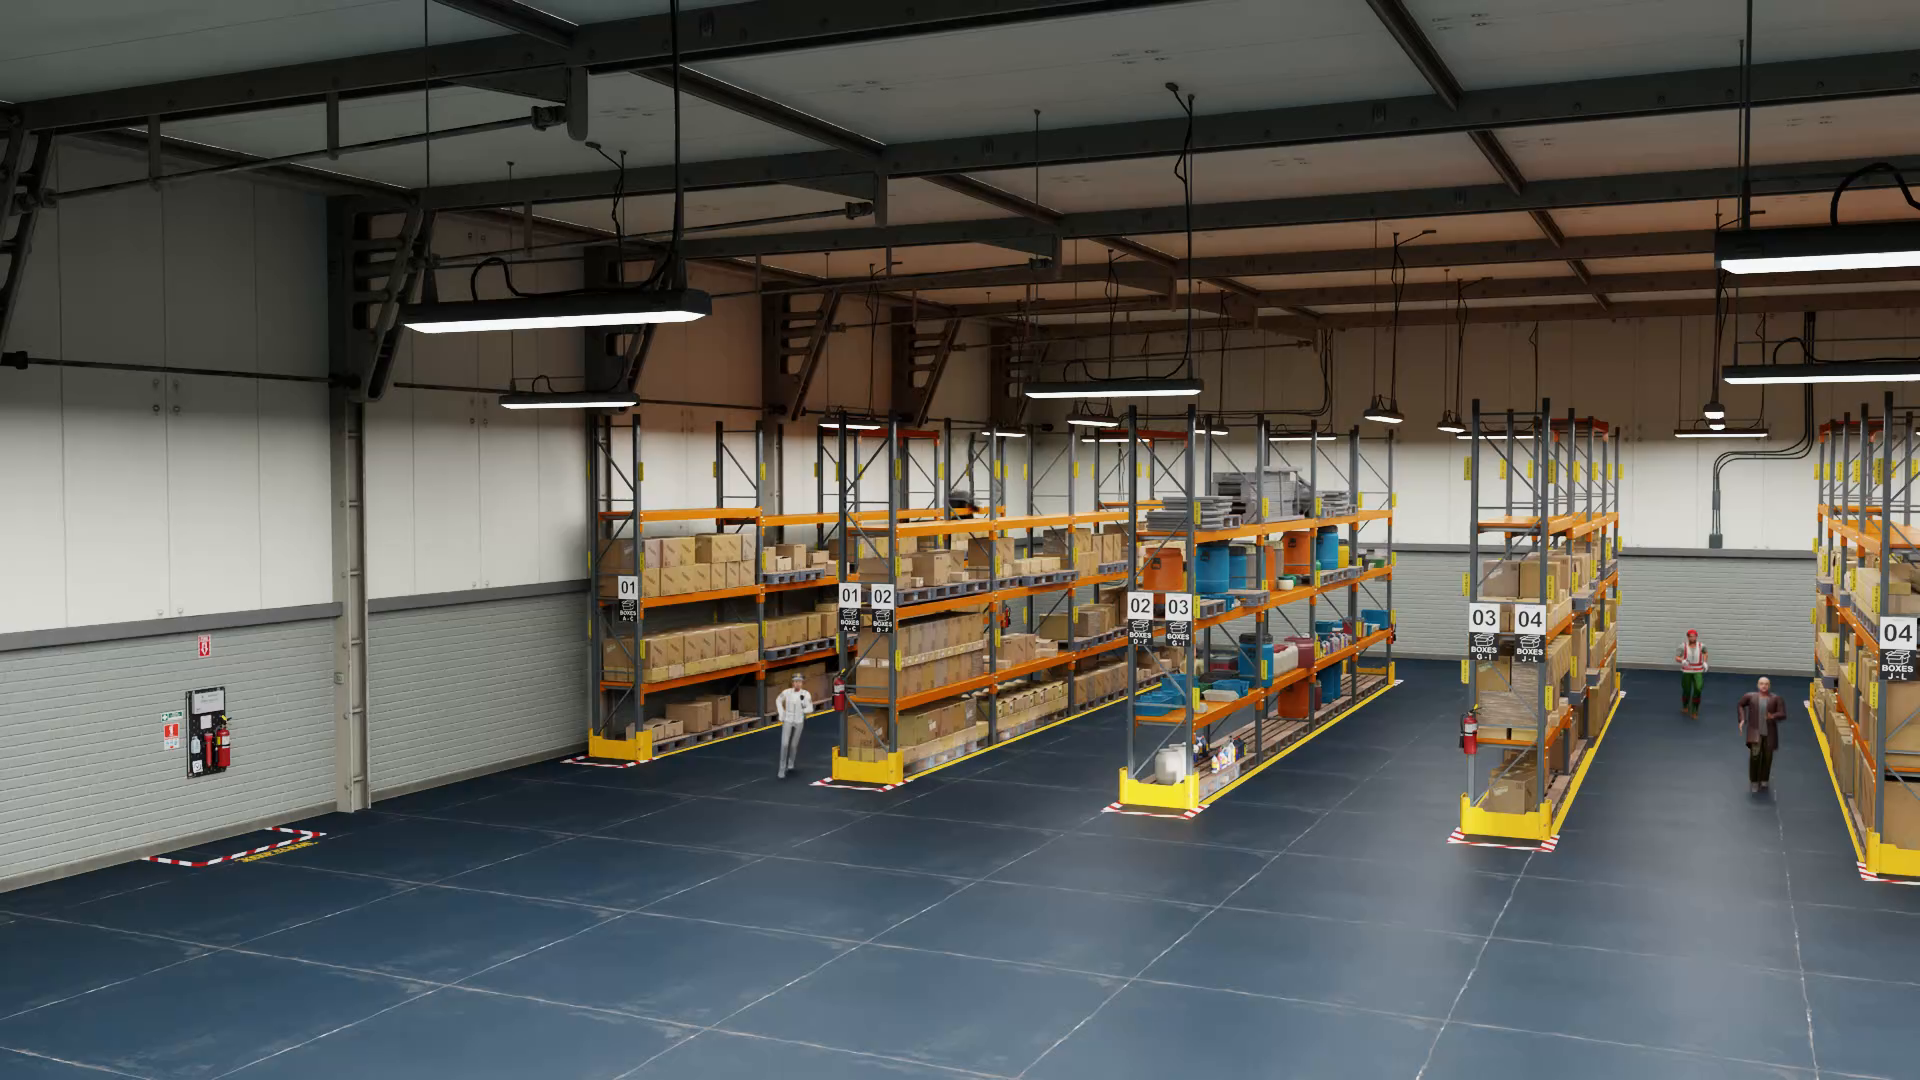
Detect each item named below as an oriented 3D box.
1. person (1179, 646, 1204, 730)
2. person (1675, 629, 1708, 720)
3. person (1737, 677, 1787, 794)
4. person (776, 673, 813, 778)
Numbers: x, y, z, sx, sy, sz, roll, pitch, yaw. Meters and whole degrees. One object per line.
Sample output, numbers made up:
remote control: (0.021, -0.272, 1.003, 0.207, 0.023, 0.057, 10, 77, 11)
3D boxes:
person: (4.443, 2.852, 32.040, 0.554, 1.642, 0.617, 1, 3, 22)
person: (14.889, 2.720, 33.853, 0.608, 1.833, 0.855, 1, 3, 22)
person: (12.520, 3.051, 25.965, 0.674, 1.829, 0.811, 1, 2, 20)
person: (-2.732, 3.053, 27.499, 0.611, 1.736, 0.761, 0, 2, -7)
